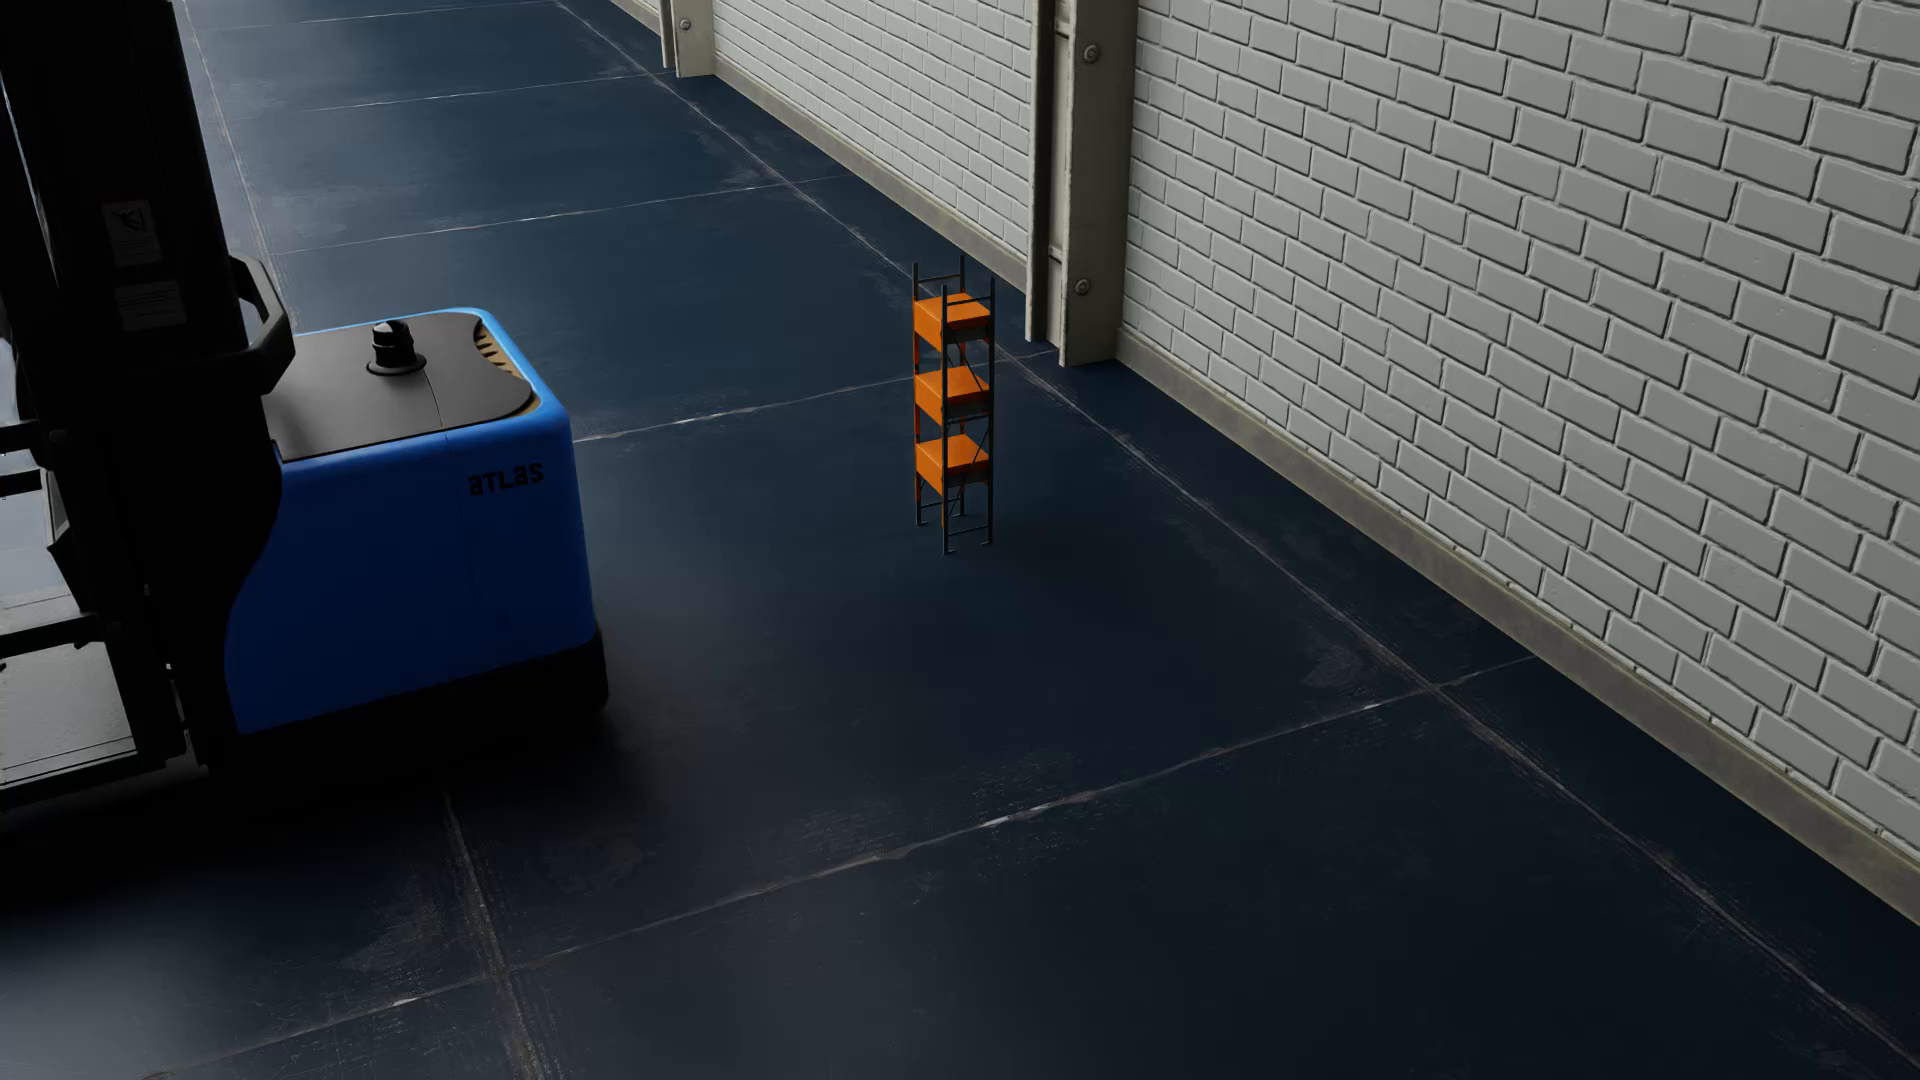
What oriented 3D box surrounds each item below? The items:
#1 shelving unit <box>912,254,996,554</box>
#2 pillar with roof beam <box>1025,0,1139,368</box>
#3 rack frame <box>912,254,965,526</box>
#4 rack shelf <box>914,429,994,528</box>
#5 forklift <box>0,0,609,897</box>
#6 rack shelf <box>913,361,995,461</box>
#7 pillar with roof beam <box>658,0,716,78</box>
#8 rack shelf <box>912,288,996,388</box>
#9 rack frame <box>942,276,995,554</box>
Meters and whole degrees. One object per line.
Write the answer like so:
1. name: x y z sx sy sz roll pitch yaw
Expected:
1. shelving unit: -0.023 -0.482 6.035 0.215 1.050 0.252 -13 32 -22
2. pillar with roof beam: -3.354 -3.935 4.067 9.100 9.000 0.400 -13 32 -22
3. rack frame: -0.075 -0.535 6.131 0.200 1.050 0.008 -13 32 -22
4. rack shelf: -0.023 -0.230 6.176 0.215 0.259 0.240 -13 32 -22
5. forklift: -2.649 -0.576 4.280 3.031 2.935 1.130 -15 32 -24
6. rack shelf: -0.023 -0.472 6.041 0.215 0.259 0.240 -13 32 -22
7. pillar with roof beam: -5.930 -6.585 8.793 9.100 9.000 0.400 -13 32 -22
8. rack shelf: -0.023 -0.720 5.902 0.215 0.259 0.240 -13 32 -22
9. rack frame: 0.029 -0.428 5.939 0.200 1.050 0.008 -13 32 -22
